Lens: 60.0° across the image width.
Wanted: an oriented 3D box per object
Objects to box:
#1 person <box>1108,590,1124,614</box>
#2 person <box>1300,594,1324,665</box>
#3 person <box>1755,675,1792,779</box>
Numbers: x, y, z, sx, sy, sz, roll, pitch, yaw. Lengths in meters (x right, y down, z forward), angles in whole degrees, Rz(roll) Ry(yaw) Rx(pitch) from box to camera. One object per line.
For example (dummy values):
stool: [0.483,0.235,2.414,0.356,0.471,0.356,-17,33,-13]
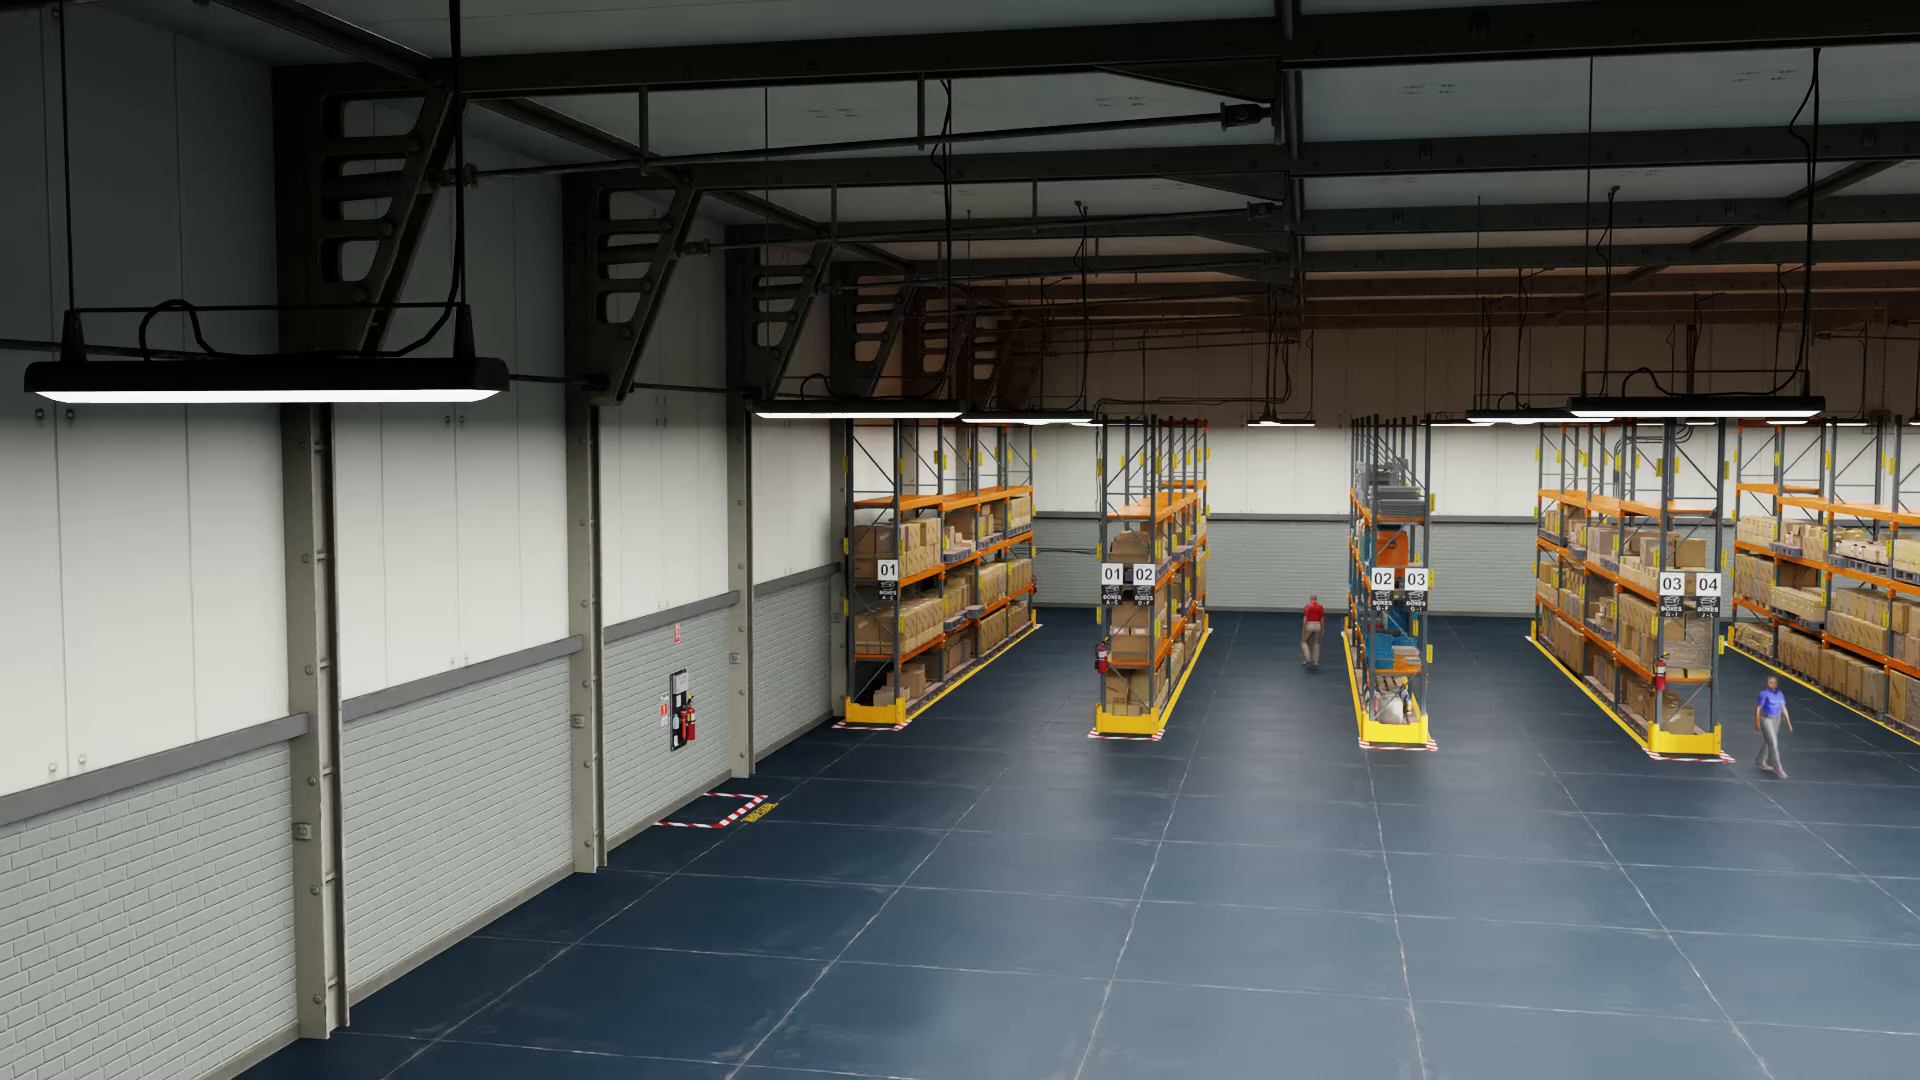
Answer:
person: [4.333,1.897,44.545,0.649,1.741,0.649,-1,4,-12]
person: [8.572,2.190,40.400,0.576,1.768,0.410,-1,4,-12]
person: [13.514,3.069,27.608,0.463,1.672,0.775,-1,4,-21]
